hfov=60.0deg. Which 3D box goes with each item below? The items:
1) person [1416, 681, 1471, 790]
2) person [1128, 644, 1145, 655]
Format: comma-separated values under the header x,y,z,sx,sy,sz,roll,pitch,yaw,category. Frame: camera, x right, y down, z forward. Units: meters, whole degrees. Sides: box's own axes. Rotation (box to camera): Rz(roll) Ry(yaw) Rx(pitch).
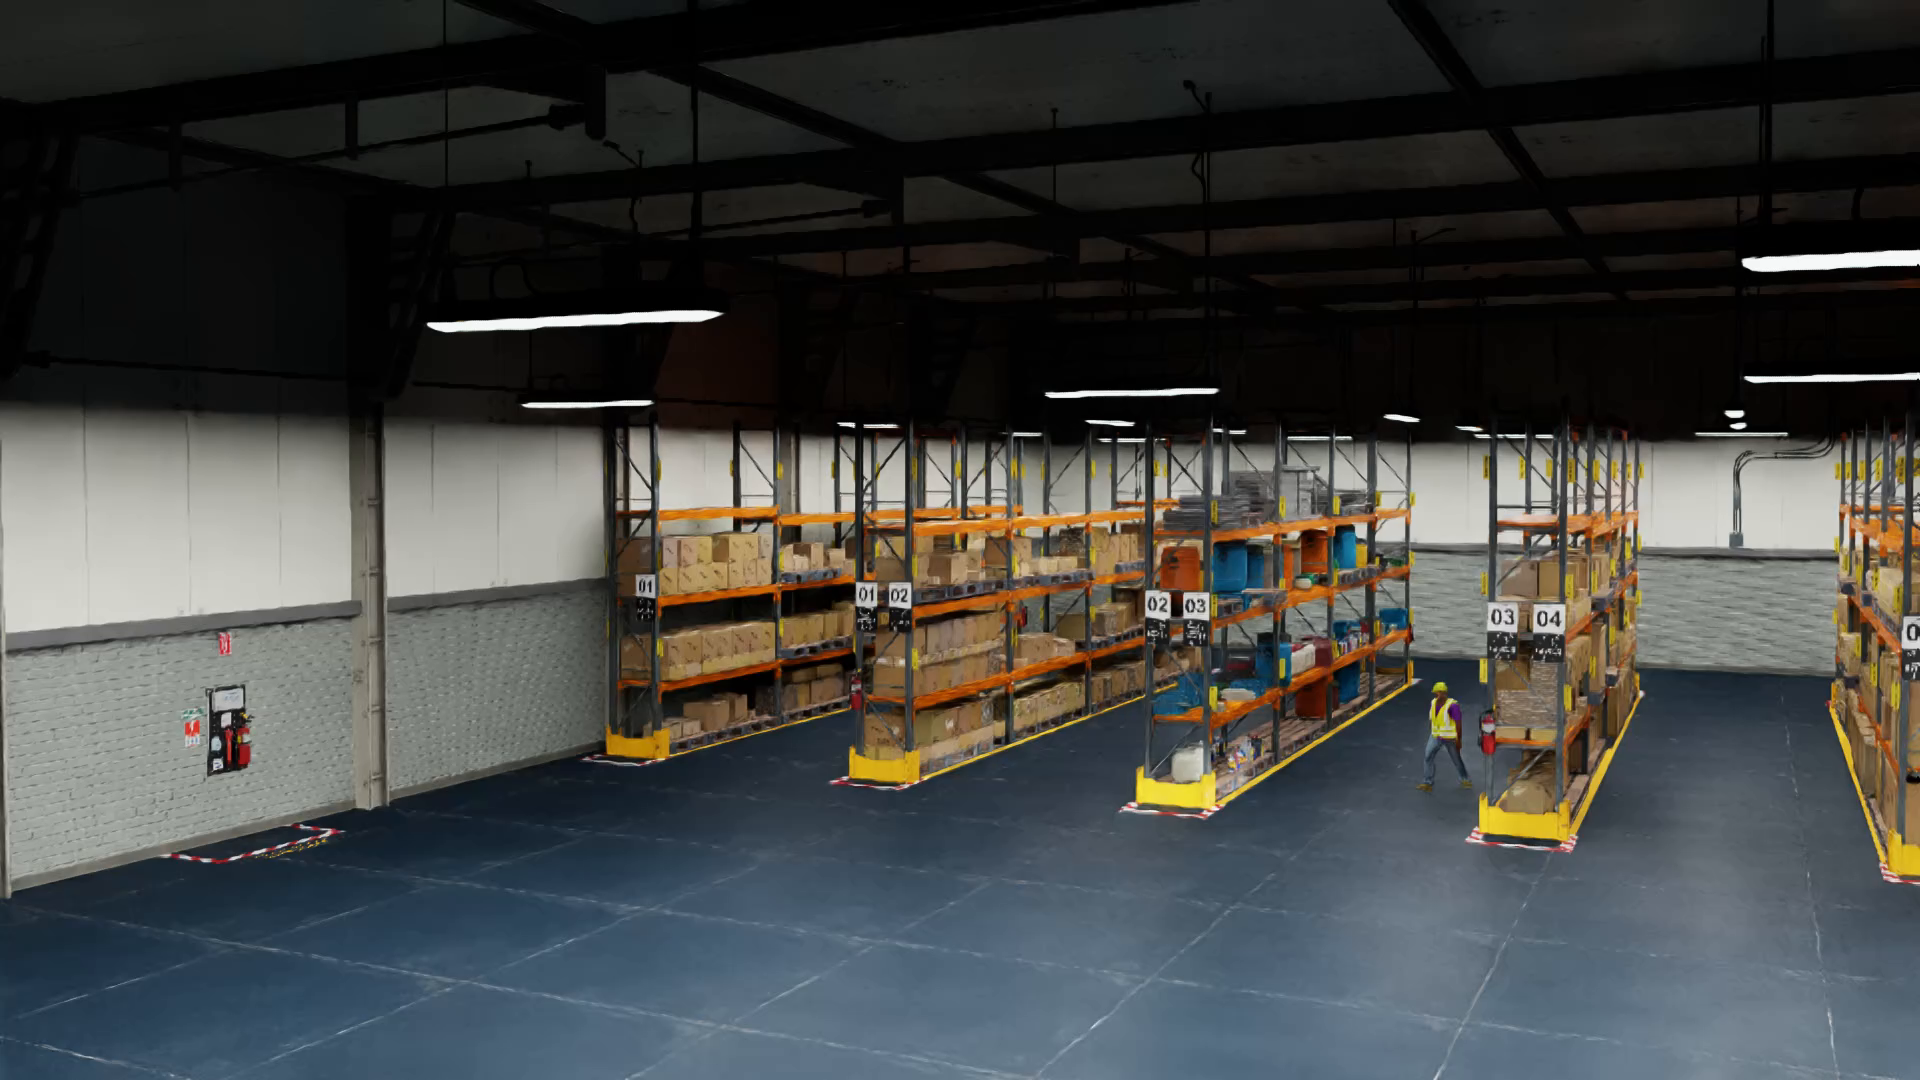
x,y,z,sx,sy,sz,roll,pitch,yaw,category
7.593,3.059,26.016,0.970,1.713,0.618,-2,3,-42,person
4.697,2.331,43.464,0.687,1.658,0.563,-1,3,-28,person
